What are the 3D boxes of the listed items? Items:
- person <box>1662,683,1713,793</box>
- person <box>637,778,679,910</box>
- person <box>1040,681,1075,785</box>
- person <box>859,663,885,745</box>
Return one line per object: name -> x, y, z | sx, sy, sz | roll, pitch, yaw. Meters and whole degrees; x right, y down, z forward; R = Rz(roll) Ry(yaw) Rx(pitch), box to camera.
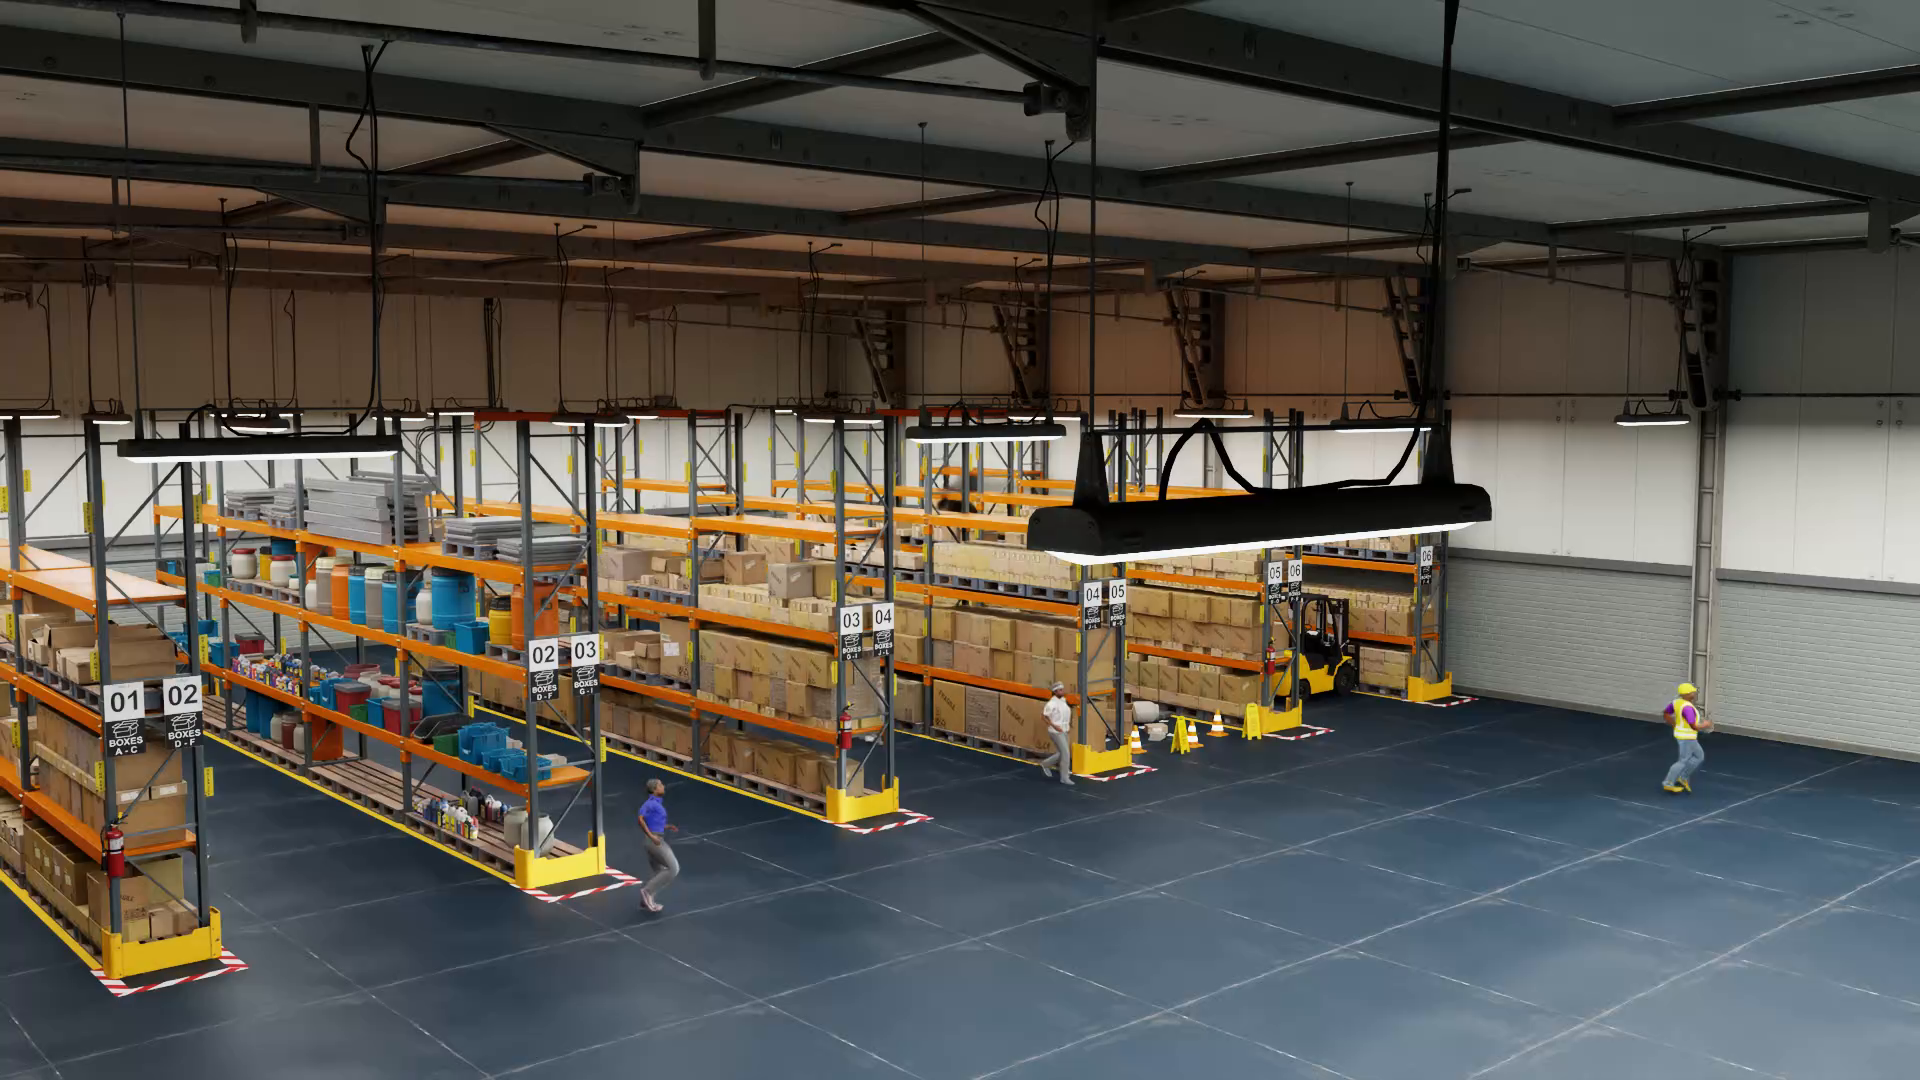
person -> 11.499, 3.146, 26.284 | 0.711, 1.784, 0.671 | 1, 5, 12
person -> -3.729, 3.734, 20.516 | 0.503, 1.577, 0.584 | -1, 5, -12
person -> 1.600, 3.141, 27.144 | 0.666, 1.709, 0.595 | 3, 6, 32
person -> -1.557, 2.824, 30.004 | 0.681, 1.796, 0.775 | -4, 6, -39
